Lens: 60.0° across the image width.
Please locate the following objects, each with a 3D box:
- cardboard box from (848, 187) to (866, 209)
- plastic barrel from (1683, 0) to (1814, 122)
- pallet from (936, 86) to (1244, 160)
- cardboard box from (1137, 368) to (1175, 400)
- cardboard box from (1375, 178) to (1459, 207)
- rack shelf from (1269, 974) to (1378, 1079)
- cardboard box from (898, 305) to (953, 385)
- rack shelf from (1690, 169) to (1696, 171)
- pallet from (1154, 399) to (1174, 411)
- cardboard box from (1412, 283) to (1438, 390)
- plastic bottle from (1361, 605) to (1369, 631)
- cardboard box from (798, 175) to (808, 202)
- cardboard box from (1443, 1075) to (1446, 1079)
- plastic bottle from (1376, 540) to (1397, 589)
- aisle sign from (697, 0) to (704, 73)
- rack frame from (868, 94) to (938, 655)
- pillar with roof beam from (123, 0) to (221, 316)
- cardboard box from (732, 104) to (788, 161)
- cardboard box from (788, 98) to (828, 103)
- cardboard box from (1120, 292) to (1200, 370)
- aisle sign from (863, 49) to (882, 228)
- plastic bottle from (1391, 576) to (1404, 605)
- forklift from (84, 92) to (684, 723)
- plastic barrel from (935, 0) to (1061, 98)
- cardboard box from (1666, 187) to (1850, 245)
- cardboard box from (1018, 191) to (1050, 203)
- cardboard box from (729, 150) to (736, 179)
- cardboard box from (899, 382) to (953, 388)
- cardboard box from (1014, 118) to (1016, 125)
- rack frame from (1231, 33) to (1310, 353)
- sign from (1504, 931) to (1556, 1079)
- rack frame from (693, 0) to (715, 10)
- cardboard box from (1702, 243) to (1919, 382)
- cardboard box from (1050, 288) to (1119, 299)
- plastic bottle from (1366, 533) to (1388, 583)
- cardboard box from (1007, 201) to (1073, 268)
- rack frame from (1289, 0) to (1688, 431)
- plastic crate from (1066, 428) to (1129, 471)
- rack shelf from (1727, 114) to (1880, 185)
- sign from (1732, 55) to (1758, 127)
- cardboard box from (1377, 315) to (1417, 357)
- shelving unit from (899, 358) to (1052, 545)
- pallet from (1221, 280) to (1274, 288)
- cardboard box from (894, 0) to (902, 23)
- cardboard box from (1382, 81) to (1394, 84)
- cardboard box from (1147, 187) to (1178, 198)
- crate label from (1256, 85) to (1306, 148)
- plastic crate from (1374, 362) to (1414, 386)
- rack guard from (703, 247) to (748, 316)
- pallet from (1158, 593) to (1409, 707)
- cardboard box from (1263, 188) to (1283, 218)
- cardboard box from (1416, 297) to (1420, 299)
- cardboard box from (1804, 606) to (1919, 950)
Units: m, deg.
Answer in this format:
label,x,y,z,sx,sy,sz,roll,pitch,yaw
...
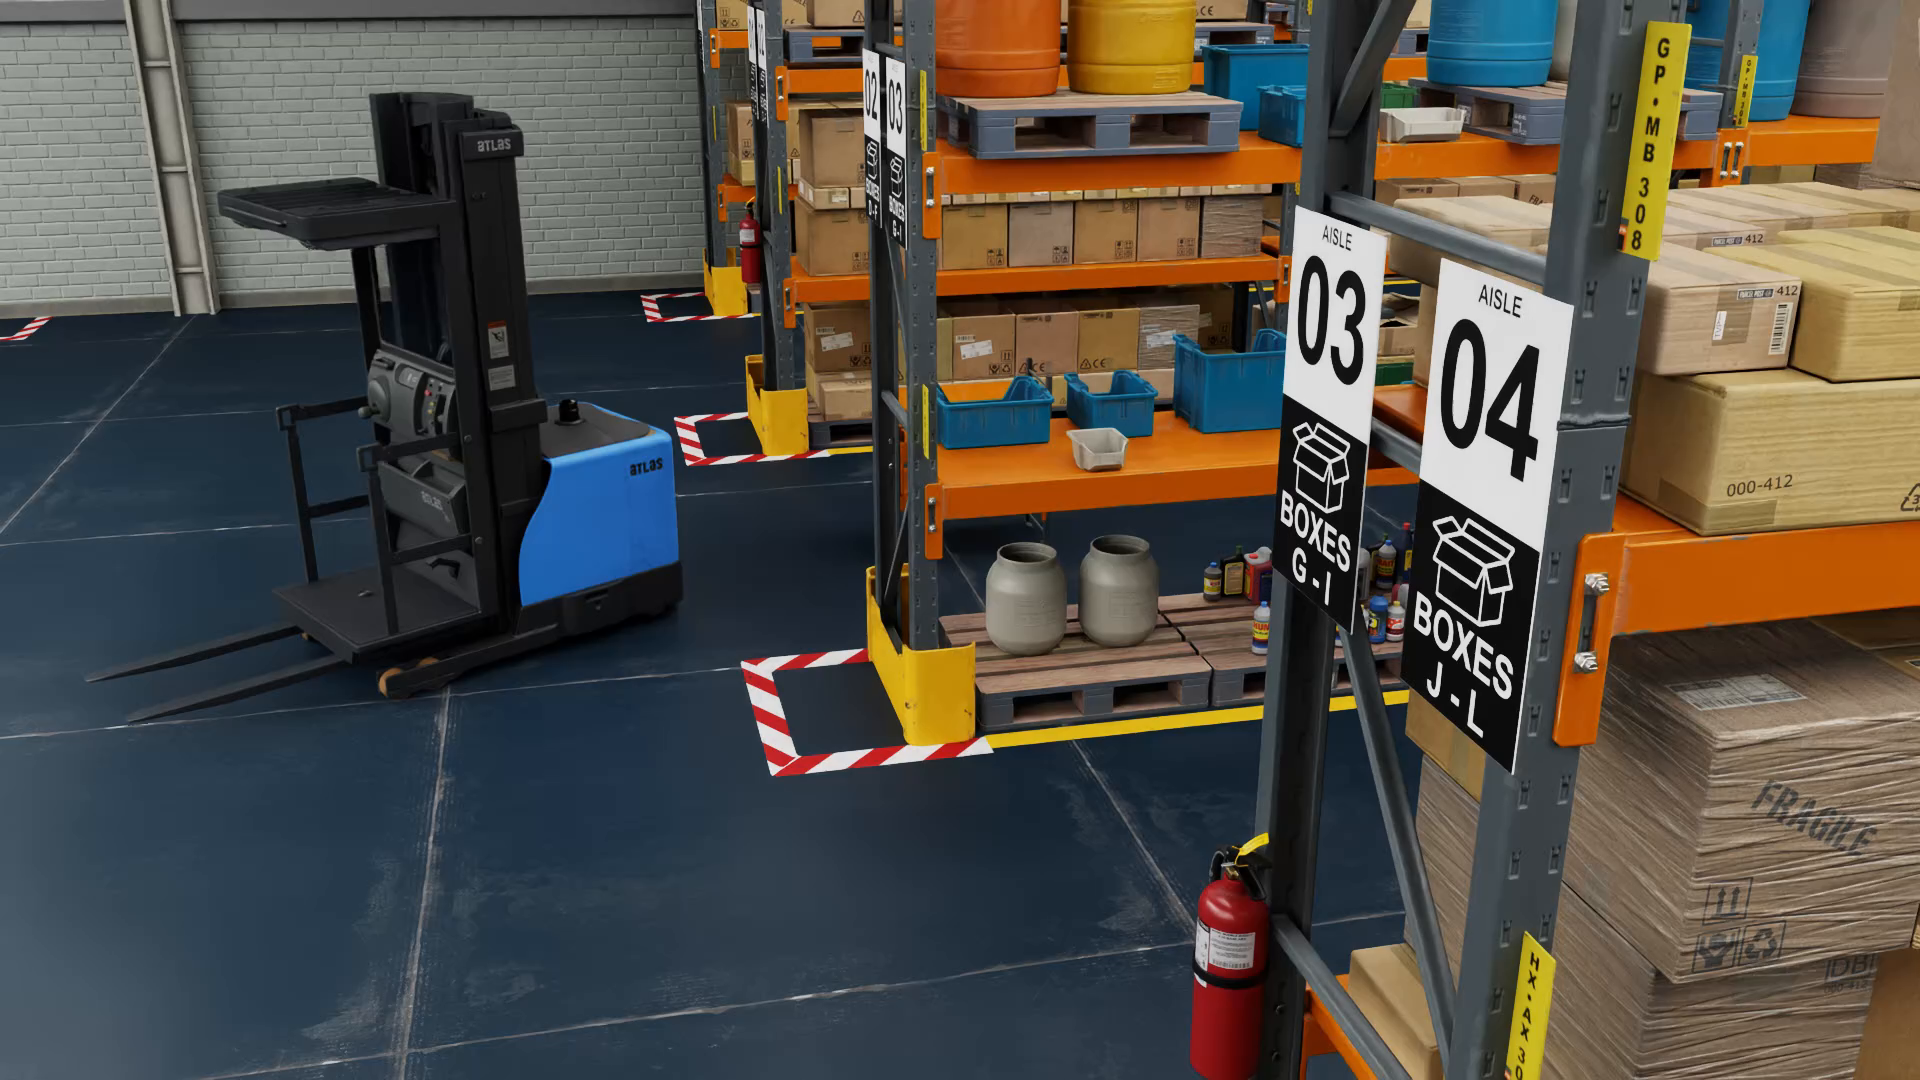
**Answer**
label,x,y,z,sx,sy,sz,roll,pitch,yaw
cardboard box,-0.726,-2.580,12.408,0.250,0.149,0.380,-5,21,-14
plastic barrel,4.060,-2.662,8.632,0.708,0.901,0.600,-5,21,-12
pallet,0.550,-1.942,7.668,1.213,0.211,1.003,-5,21,-12
cardboard box,1.589,-1.324,13.455,0.500,0.250,0.500,-5,21,-12
cardboard box,3.743,-2.708,13.701,0.500,0.500,0.500,-3,20,-9
rack shelf,2.809,1.248,4.092,4.000,0.370,1.077,-5,21,-12
cardboard box,-0.354,-1.514,12.883,0.500,0.500,0.500,-5,21,-12
rack shelf,7.174,-4.359,19.399,4.000,0.370,1.077,-5,21,-12
pallet,1.695,-1.206,13.799,1.213,0.211,1.003,-5,21,-12
cardboard box,1.273,-0.392,3.382,0.500,0.250,0.500,-4,21,-11
plastic bottle,2.086,0.436,8.692,0.097,0.201,0.097,0,20,0
cardboard box,-1.086,-2.693,12.717,0.250,0.149,0.380,-5,21,-13
cardboard box,1.194,1.244,3.423,0.250,0.149,0.380,-5,21,-12
plastic bottle,2.416,0.133,9.418,0.097,0.271,0.097,0,20,0
aisle sign,-2.558,-5.020,16.378,0.004,0.787,0.394,-5,21,-12
rack frame,-0.277,-0.589,8.062,0.127,3.000,1.000,-5,21,-12
pillar with roof beam,-6.923,-5.151,11.794,0.400,9.000,9.100,-5,21,-12
cardboard box,-2.023,-4.134,16.837,0.500,0.500,0.500,-5,21,-12
cardboard box,-1.655,-4.341,17.404,0.500,0.500,0.500,-4,21,-12
cardboard box,1.589,-1.677,13.328,0.500,0.500,0.500,-5,21,-12
aisle sign,-0.416,-1.904,7.871,0.004,0.787,0.394,-5,21,-12
plastic bottle,2.370,0.327,8.870,0.133,0.283,0.061,-5,21,-12
forklift,-3.032,-0.749,8.598,3.031,2.935,1.130,-18,27,-40
plastic barrel,0.166,-2.477,7.621,0.708,0.830,0.600,-5,21,-12
cardboard box,1.582,-0.623,3.431,0.250,0.149,0.380,-6,21,-15
cardboard box,0.514,-2.679,12.680,0.250,0.149,0.380,-4,21,-12
cardboard box,-2.147,-3.946,17.415,0.500,0.250,0.500,-4,21,-12
cardboard box,-0.355,-1.162,13.014,0.500,0.250,0.500,-5,21,-12
cardboard box,0.096,-3.024,12.678,0.500,0.500,0.700,-5,21,-12
rack frame,2.479,-2.564,13.453,0.127,3.000,1.000,-5,21,-12
sign,0.987,0.844,2.891,0.005,0.325,0.100,-5,21,-12
rack frame,-2.557,-6.722,16.083,0.127,3.000,1.000,-5,21,-12
cardboard box,1.458,-0.389,2.793,0.250,0.149,0.380,-4,21,-11
cardboard box,0.983,-1.811,13.695,0.500,0.500,0.500,-5,21,-12
plastic bottle,2.380,0.102,9.484,0.133,0.283,0.061,-4,20,-10
cardboard box,0.550,-2.451,12.998,0.500,0.500,0.700,-4,21,-11
rack frame,0.862,-1.748,2.504,0.127,3.000,1.000,-5,21,-12
plastic crate,0.667,-0.428,8.007,0.250,0.136,0.298,-5,21,-12
rack shelf,5.562,-2.135,8.966,4.000,0.370,1.077,-5,21,-12
sign,3.731,-2.133,7.904,0.005,0.325,0.100,-5,21,-12
cardboard box,3.427,-1.721,13.723,0.500,0.311,0.500,-5,21,-13
shelving unit,0.007,-0.529,10.623,1.048,1.125,0.538,-5,21,-12
pallet,3.282,-3.072,18.895,1.213,0.211,1.003,-5,21,-12
cardboard box,-0.354,-4.028,12.492,0.500,0.250,0.500,-5,21,-12
cardboard box,4.590,-5.029,18.454,0.250,0.149,0.380,-8,22,-22
cardboard box,1.513,-2.761,12.902,0.250,0.149,0.380,-5,21,-13
crate label,1.620,-1.965,7.674,0.408,0.251,0.502,-5,21,-12
plastic crate,2.229,-0.793,8.927,0.662,0.188,0.450,-5,21,-12
rack guard,-2.483,-2.738,17.561,0.348,0.500,1.175,-5,21,-12
pallet,1.762,0.541,9.032,1.213,0.211,1.003,-5,21,-12
cardboard box,3.471,-3.783,18.684,0.500,0.250,0.500,-5,21,-13
cardboard box,4.288,-1.982,14.436,0.500,0.311,0.500,-5,21,-13
cardboard box,1.948,0.423,3.267,0.500,0.500,0.500,-5,21,-12
